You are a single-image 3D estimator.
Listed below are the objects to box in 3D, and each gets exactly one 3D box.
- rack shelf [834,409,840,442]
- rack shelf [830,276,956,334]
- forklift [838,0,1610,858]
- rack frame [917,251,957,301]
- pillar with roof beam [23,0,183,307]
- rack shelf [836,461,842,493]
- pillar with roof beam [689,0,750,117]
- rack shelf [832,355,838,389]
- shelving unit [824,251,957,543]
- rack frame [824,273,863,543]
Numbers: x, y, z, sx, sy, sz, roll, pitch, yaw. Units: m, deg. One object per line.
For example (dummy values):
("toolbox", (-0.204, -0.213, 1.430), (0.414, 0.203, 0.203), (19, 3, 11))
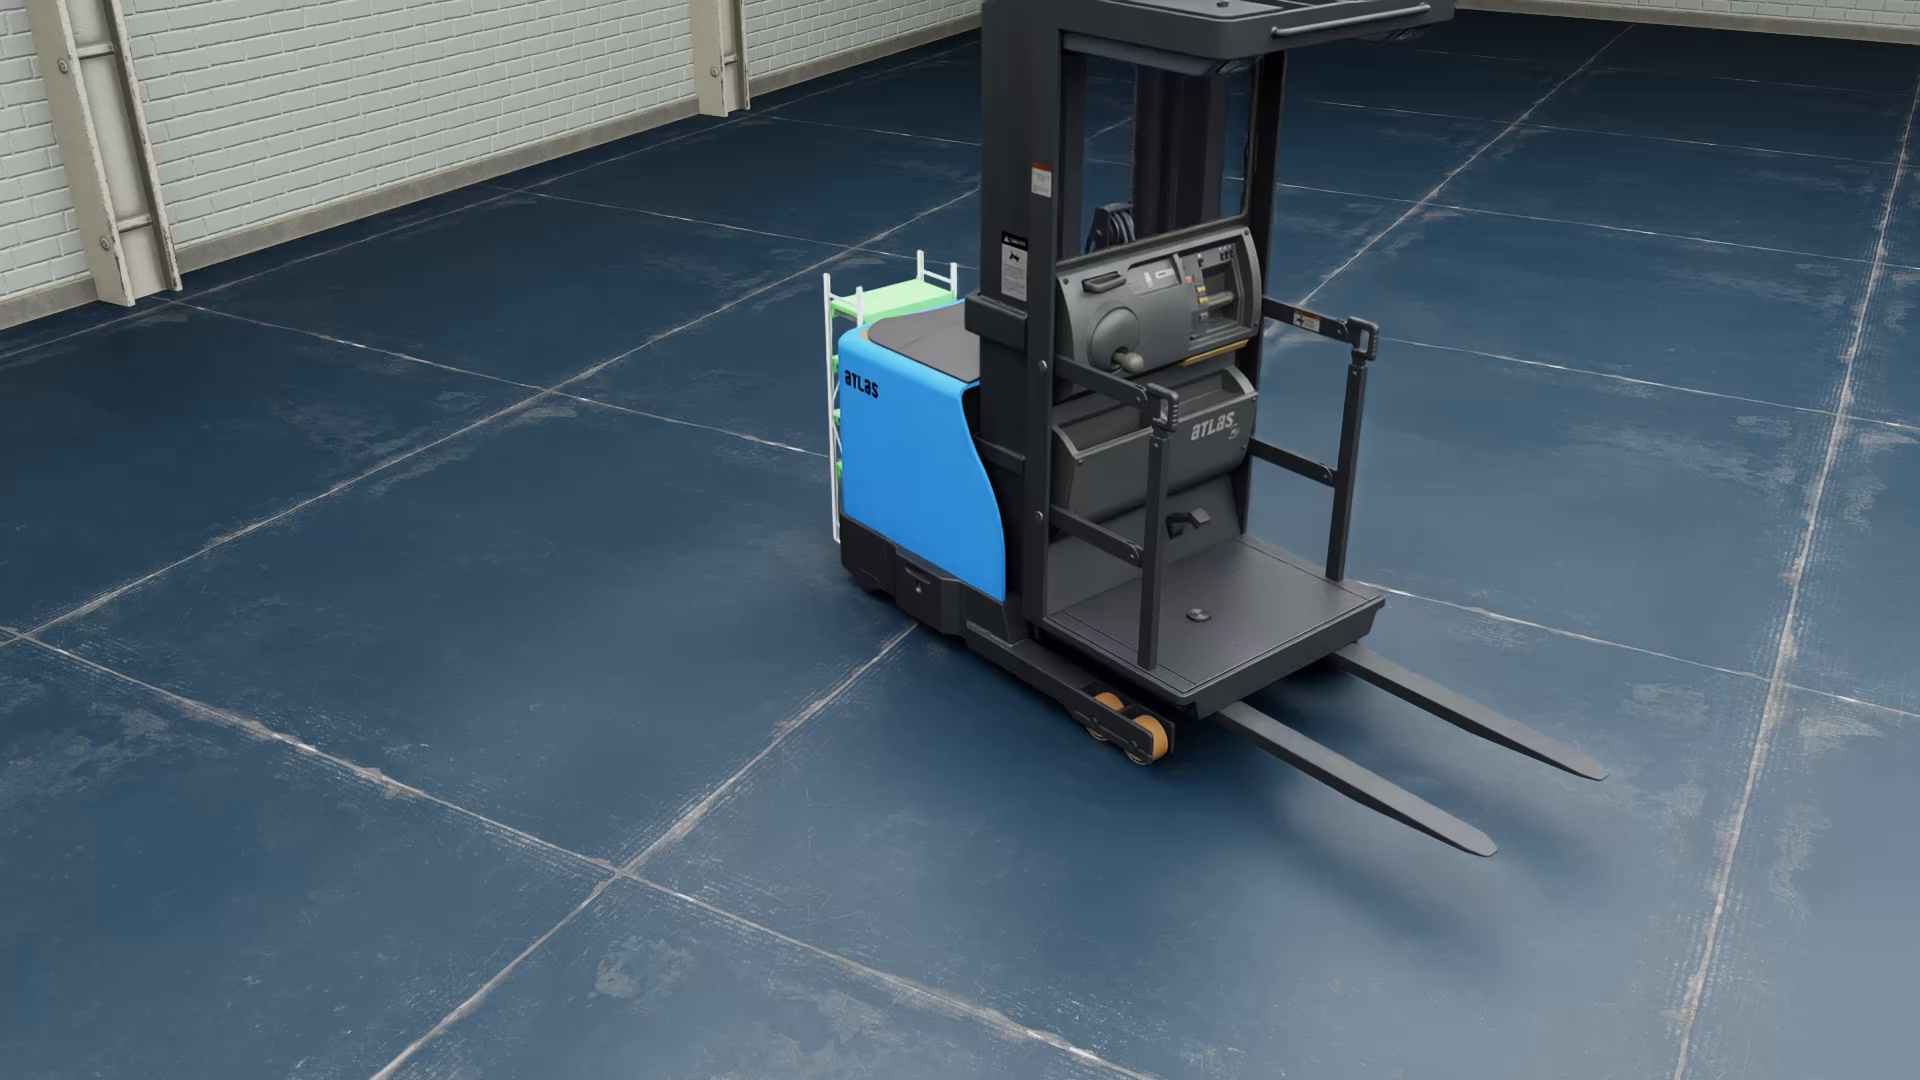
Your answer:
("rack shelf", (-0.282, -0.513, 7.077), (0.480, 0.148, 0.258), (-21, 33, -35))
("rack shelf", (-0.282, -0.942, 6.862), (0.480, 0.148, 0.258), (-21, 33, -35))
("forklift", (0.836, -0.795, 5.563), (1.130, 2.935, 3.031), (-21, 33, -35))
("rack frame", (-0.097, -0.641, 7.189), (0.015, 1.200, 0.240), (-21, 33, -35))
("pillar with roof beam", (-1.329, -4.600, 6.386), (9.100, 9.000, 0.400), (14, 30, 26))
("rack shelf", (-0.282, -0.298, 7.184), (0.480, 0.148, 0.258), (-21, 33, -35))
("pillar with roof beam", (1.623, -6.938, 11.058), (9.100, 9.000, 0.400), (14, 30, 26))
("rack shelf", (-0.282, -0.727, 6.969), (0.480, 0.148, 0.258), (-21, 33, -35))
("shelving unit", (-0.282, -0.570, 7.048), (0.503, 1.200, 0.258), (-21, 33, -35))
("rack frame", (-0.468, -0.499, 6.906), (0.015, 1.200, 0.240), (-21, 33, -35))
